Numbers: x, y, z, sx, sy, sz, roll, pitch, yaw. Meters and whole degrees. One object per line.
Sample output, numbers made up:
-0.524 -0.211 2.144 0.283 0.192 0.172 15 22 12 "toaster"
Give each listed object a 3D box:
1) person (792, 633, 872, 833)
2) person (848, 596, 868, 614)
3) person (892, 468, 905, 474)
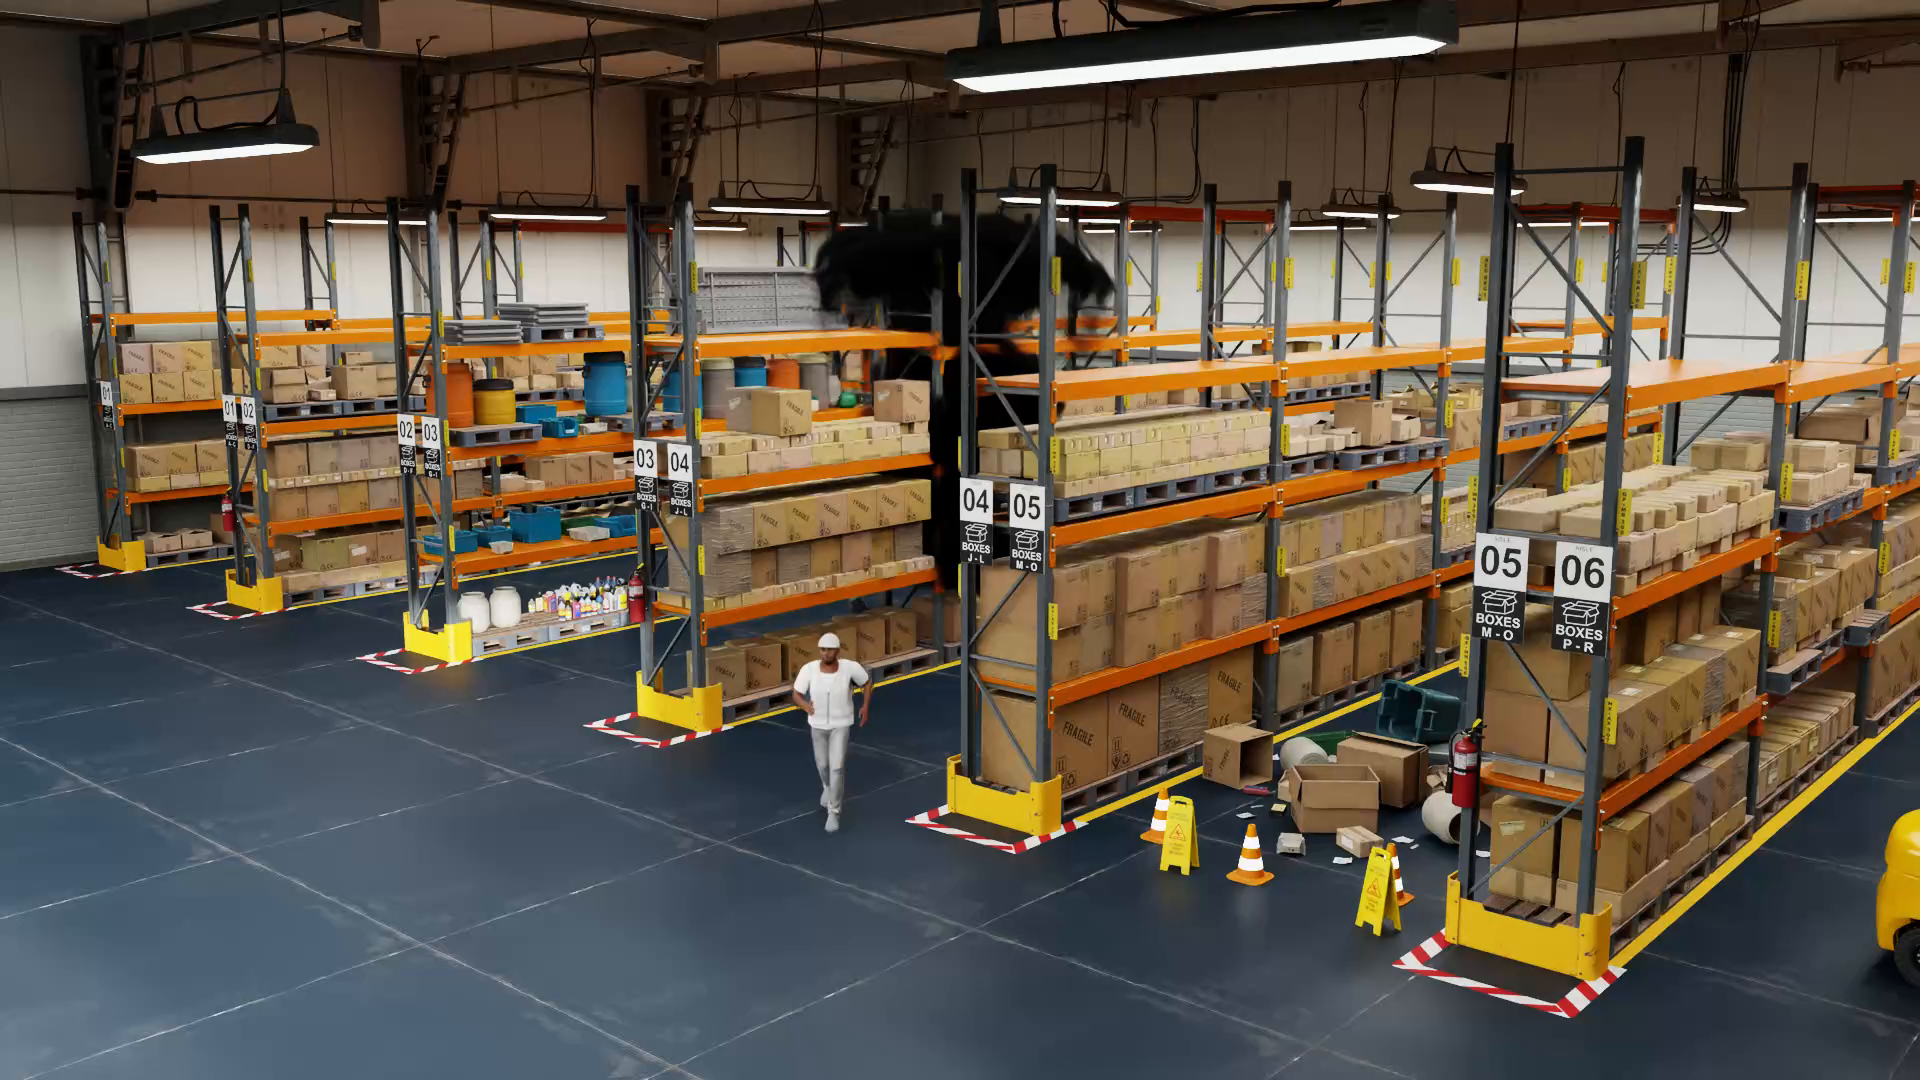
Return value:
-1.199 1.739 15.514 0.724 1.804 0.855 1 10 6 "person"
-1.432 0.481 23.021 0.677 1.822 0.738 7 12 37 "person"
-1.160 -0.827 30.933 0.679 1.813 0.850 9 13 44 "person"
